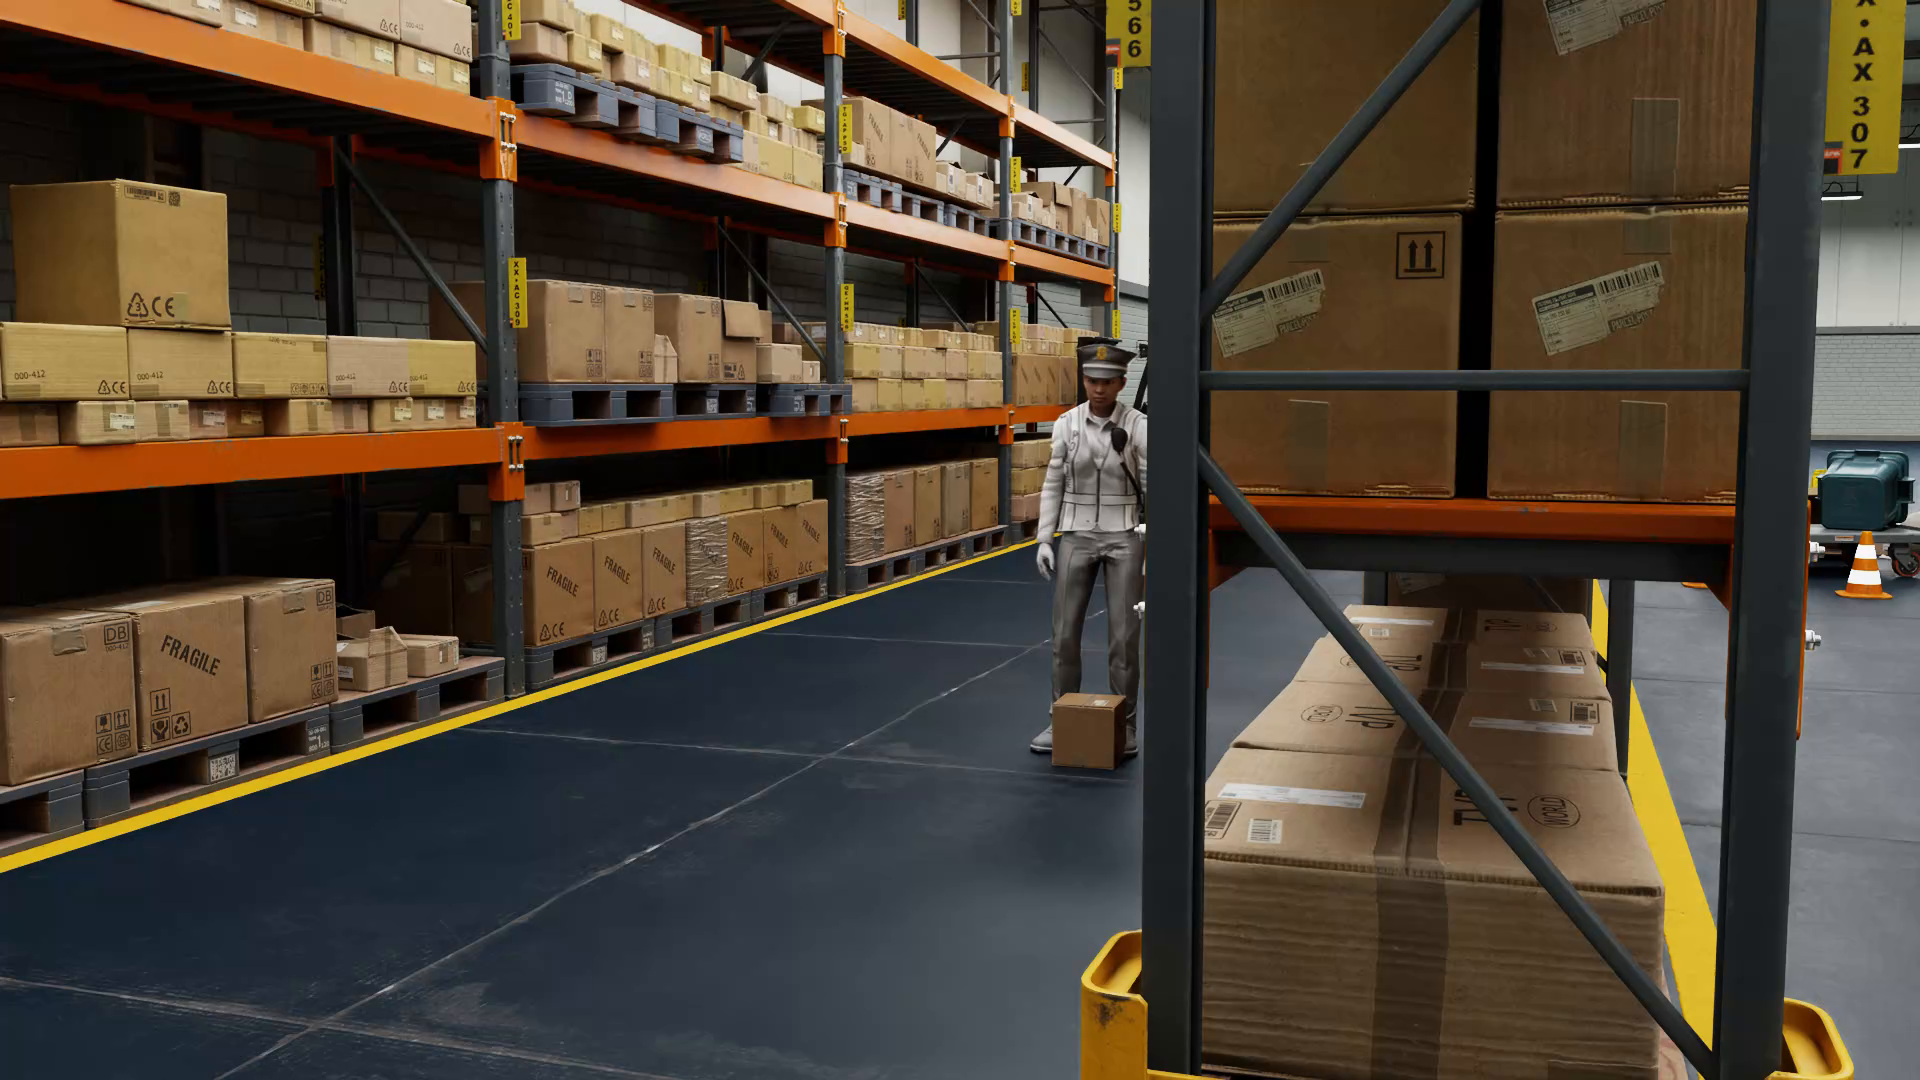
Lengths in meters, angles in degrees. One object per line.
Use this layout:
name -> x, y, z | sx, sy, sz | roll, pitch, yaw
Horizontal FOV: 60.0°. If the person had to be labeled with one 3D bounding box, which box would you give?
person -> 0.580, 0.038, 6.813 | 0.543, 1.664, 0.373 | 2, 6, 16
